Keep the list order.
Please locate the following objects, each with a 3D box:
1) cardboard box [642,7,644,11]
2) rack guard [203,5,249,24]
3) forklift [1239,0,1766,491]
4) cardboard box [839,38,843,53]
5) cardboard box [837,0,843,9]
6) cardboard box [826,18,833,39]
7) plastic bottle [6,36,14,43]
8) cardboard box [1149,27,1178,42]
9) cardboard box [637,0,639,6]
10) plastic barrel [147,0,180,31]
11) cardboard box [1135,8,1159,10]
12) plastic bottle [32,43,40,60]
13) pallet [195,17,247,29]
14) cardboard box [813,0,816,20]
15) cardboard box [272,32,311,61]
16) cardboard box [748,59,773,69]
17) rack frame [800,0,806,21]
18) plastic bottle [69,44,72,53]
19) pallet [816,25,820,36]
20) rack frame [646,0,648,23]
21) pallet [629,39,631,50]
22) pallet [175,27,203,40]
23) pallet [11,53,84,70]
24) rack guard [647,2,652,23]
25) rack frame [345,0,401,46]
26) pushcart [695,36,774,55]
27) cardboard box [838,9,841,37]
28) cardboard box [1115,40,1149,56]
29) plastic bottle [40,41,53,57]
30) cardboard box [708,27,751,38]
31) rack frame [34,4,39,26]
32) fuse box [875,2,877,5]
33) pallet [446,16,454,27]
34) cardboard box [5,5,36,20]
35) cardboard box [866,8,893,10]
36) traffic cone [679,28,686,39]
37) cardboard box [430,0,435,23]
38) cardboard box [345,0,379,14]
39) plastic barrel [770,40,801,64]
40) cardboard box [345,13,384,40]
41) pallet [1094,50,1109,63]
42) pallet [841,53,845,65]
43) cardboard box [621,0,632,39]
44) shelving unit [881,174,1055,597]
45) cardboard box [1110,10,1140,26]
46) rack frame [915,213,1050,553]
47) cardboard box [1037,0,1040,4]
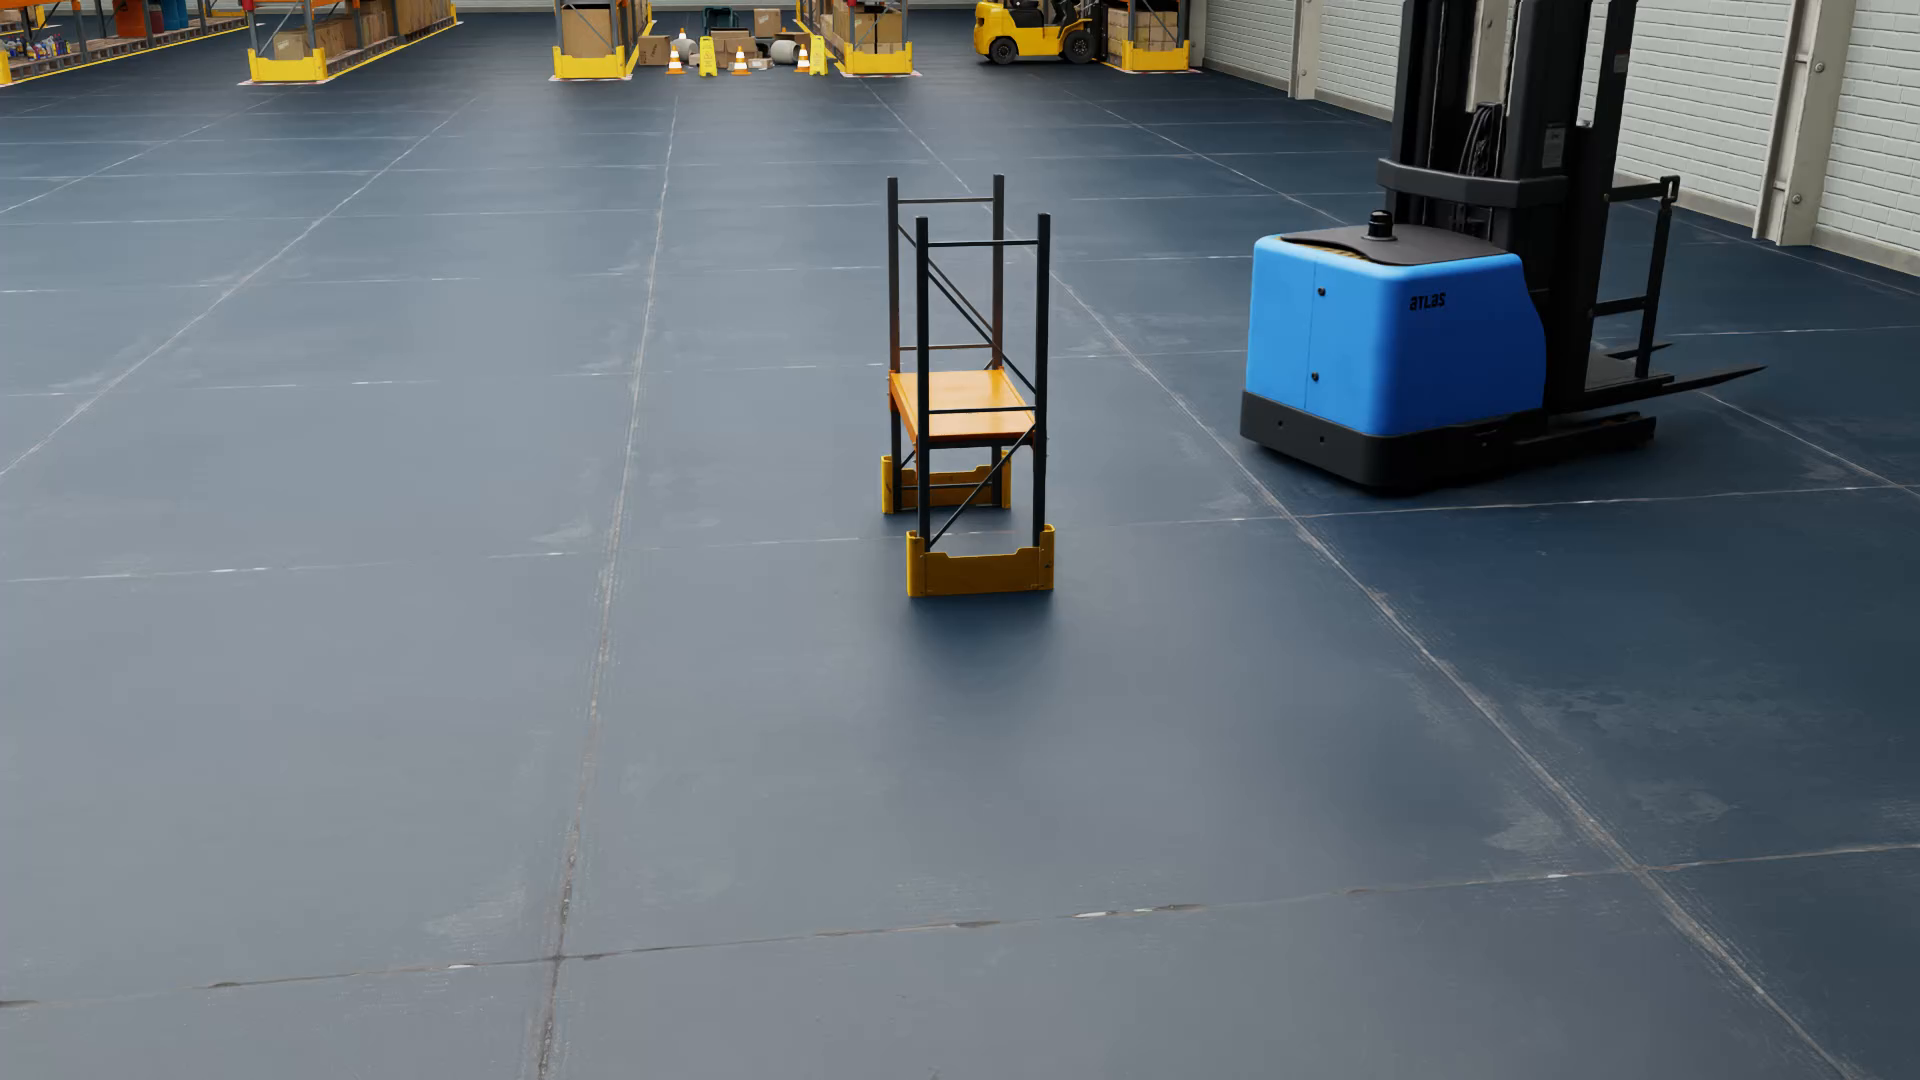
[{"bbox_3d":[-7.989,-13.059,40.943,0.380,0.149,0.250,-3,21,-8],"label":"cardboard box"},{"bbox_3d":[-18.448,-13.227,41.917,1.175,0.500,0.348,-3,21,-8],"label":"rack guard"},{"bbox_3d":[2.956,-1.959,8.272,3.031,2.935,1.130,-11,23,-28],"label":"forklift"},{"bbox_3d":[-1.948,-9.136,30.721,0.500,0.250,0.500,-4,21,-10],"label":"cardboard box"},{"bbox_3d":[-2.100,-10.014,31.072,0.380,0.149,0.250,-2,21,-5],"label":"cardboard box"},{"bbox_3d":[-2.281,-10.622,34.525,0.950,0.372,0.625,-2,21,-6],"label":"cardboard box"},{"bbox_3d":[-16.969,-8.835,29.742,0.144,0.351,0.185,-4,21,-10],"label":"plastic bottle"},{"bbox_3d":[3.632,-9.168,30.092,0.500,0.250,0.500,-3,21,-7],"label":"cardboard box"},{"bbox_3d":[-7.446,-12.061,37.123,0.500,0.250,0.500,-3,21,-7],"label":"cardboard box"},{"bbox_3d":[-17.691,-11.785,36.882,0.600,0.901,0.708,-3,21,-8],"label":"plastic barrel"},{"bbox_3d":[3.475,-9.752,30.940,0.500,0.250,0.500,-3,21,-8],"label":"cardboard box"},{"bbox_3d":[-16.093,-8.507,28.961,0.061,0.283,0.133,-3,21,-7],"label":"plastic bottle"},{"bbox_3d":[-18.351,-12.797,41.177,1.003,0.211,1.213,-3,21,-8],"label":"pallet"},{"bbox_3d":[-3.132,-12.975,40.730,0.875,0.438,0.875,-3,21,-9],"label":"cardboard box"},{"bbox_3d":[-11.297,-8.344,28.241,0.500,0.500,0.500,1,20,2],"label":"cardboard box"},{"bbox_3d":[-3.605,-8.617,30.075,0.380,0.149,0.250,8,22,20],"label":"cardboard box"},{"bbox_3d":[-3.724,-15.140,43.466,1.000,3.000,0.127,-3,21,-8],"label":"rack frame"},{"bbox_3d":[-16.341,-9.021,30.454,0.097,0.201,0.097,0,20,0],"label":"plastic bottle"},{"bbox_3d":[-2.782,-11.763,38.408,1.003,0.211,1.213,-3,21,-8],"label":"pallet"},{"bbox_3d":[-8.608,-14.856,42.704,1.000,3.000,0.127,-3,21,-8],"label":"rack frame"},{"bbox_3d":[-7.243,-10.081,33.907,1.003,0.211,1.213,-3,21,-8],"label":"pallet"},{"bbox_3d":[-17.785,-11.430,37.518,1.003,0.211,1.213,-3,21,-8],"label":"pallet"},{"bbox_3d":[-16.646,-8.695,30.195,1.003,0.211,1.213,-3,21,-8],"label":"pallet"},{"bbox_3d":[-8.597,-13.658,43.071,1.175,0.500,0.348,-3,21,-8],"label":"rack guard"},{"bbox_3d":[-12.377,-11.871,34.712,1.000,3.000,0.127,-3,21,-8],"label":"rack frame"},{"bbox_3d":[-4.243,-9.625,32.447,1.648,0.377,0.936,-11,23,-26],"label":"pushcart"},{"bbox_3d":[-2.014,-9.663,31.060,0.500,0.500,0.500,-2,21,-5],"label":"cardboard box"},{"bbox_3d":[3.114,-8.908,30.109,0.500,0.250,0.500,-3,21,-7],"label":"cardboard box"},{"bbox_3d":[-16.230,-8.723,29.548,0.152,0.276,0.135,-3,21,-7],"label":"plastic bottle"},{"bbox_3d":[-4.319,-9.299,31.199,0.797,0.637,0.503,-3,21,-8],"label":"cardboard box"},{"bbox_3d":[-23.334,-14.142,40.794,1.000,3.000,0.127,-3,21,-8],"label":"rack frame"},{"bbox_3d":[-2.460,-16.543,49.064,0.539,1.711,0.414,-3,21,-8],"label":"fuse box"},{"bbox_3d":[-13.338,-13.061,41.885,1.003,0.211,1.213,-3,21,-8],"label":"pallet"},{"bbox_3d":[-23.012,-13.002,40.683,0.500,0.500,0.500,-3,21,-8],"label":"cardboard box"},{"bbox_3d":[-1.493,-9.702,31.162,0.500,0.500,0.500,-2,21,-5],"label":"cardboard box"},{"bbox_3d":[-5.577,-10.053,33.471,0.336,0.463,0.334,-3,21,-8],"label":"traffic cone"},{"bbox_3d":[-12.970,-12.690,39.341,0.875,0.875,0.875,-3,21,-8],"label":"cardboard box"},{"bbox_3d":[-12.164,-10.844,33.834,0.500,0.250,0.500,-1,20,-2],"label":"cardboard box"},{"bbox_3d":[-3.213,-9.033,30.795,0.512,0.421,0.421,12,24,30],"label":"plastic barrel"},{"bbox_3d":[-12.168,-10.483,33.942,0.700,0.500,0.500,-5,21,-12],"label":"cardboard box"},{"bbox_3d":[3.170,-9.230,31.628,1.003,0.211,1.213,-3,21,-8],"label":"pallet"},{"bbox_3d":[-1.683,-9.025,31.079,1.003,0.211,1.213,-3,21,-8],"label":"pallet"},{"bbox_3d":[-7.326,-10.711,34.222,1.050,0.750,0.750,-3,21,-7],"label":"cardboard box"},{"bbox_3d":[0.011,-0.676,6.883,0.587,1.500,1.083,-3,21,-8],"label":"shelving unit"},{"bbox_3d":[3.039,-9.550,30.398,0.500,0.250,0.500,-3,21,-7],"label":"cardboard box"},{"bbox_3d":[0.086,-0.497,6.403,0.500,1.500,0.032,-3,21,-8],"label":"rack frame"},{"bbox_3d":[1.949,-12.203,37.647,0.380,0.149,0.250,-4,21,-11],"label":"cardboard box"}]
